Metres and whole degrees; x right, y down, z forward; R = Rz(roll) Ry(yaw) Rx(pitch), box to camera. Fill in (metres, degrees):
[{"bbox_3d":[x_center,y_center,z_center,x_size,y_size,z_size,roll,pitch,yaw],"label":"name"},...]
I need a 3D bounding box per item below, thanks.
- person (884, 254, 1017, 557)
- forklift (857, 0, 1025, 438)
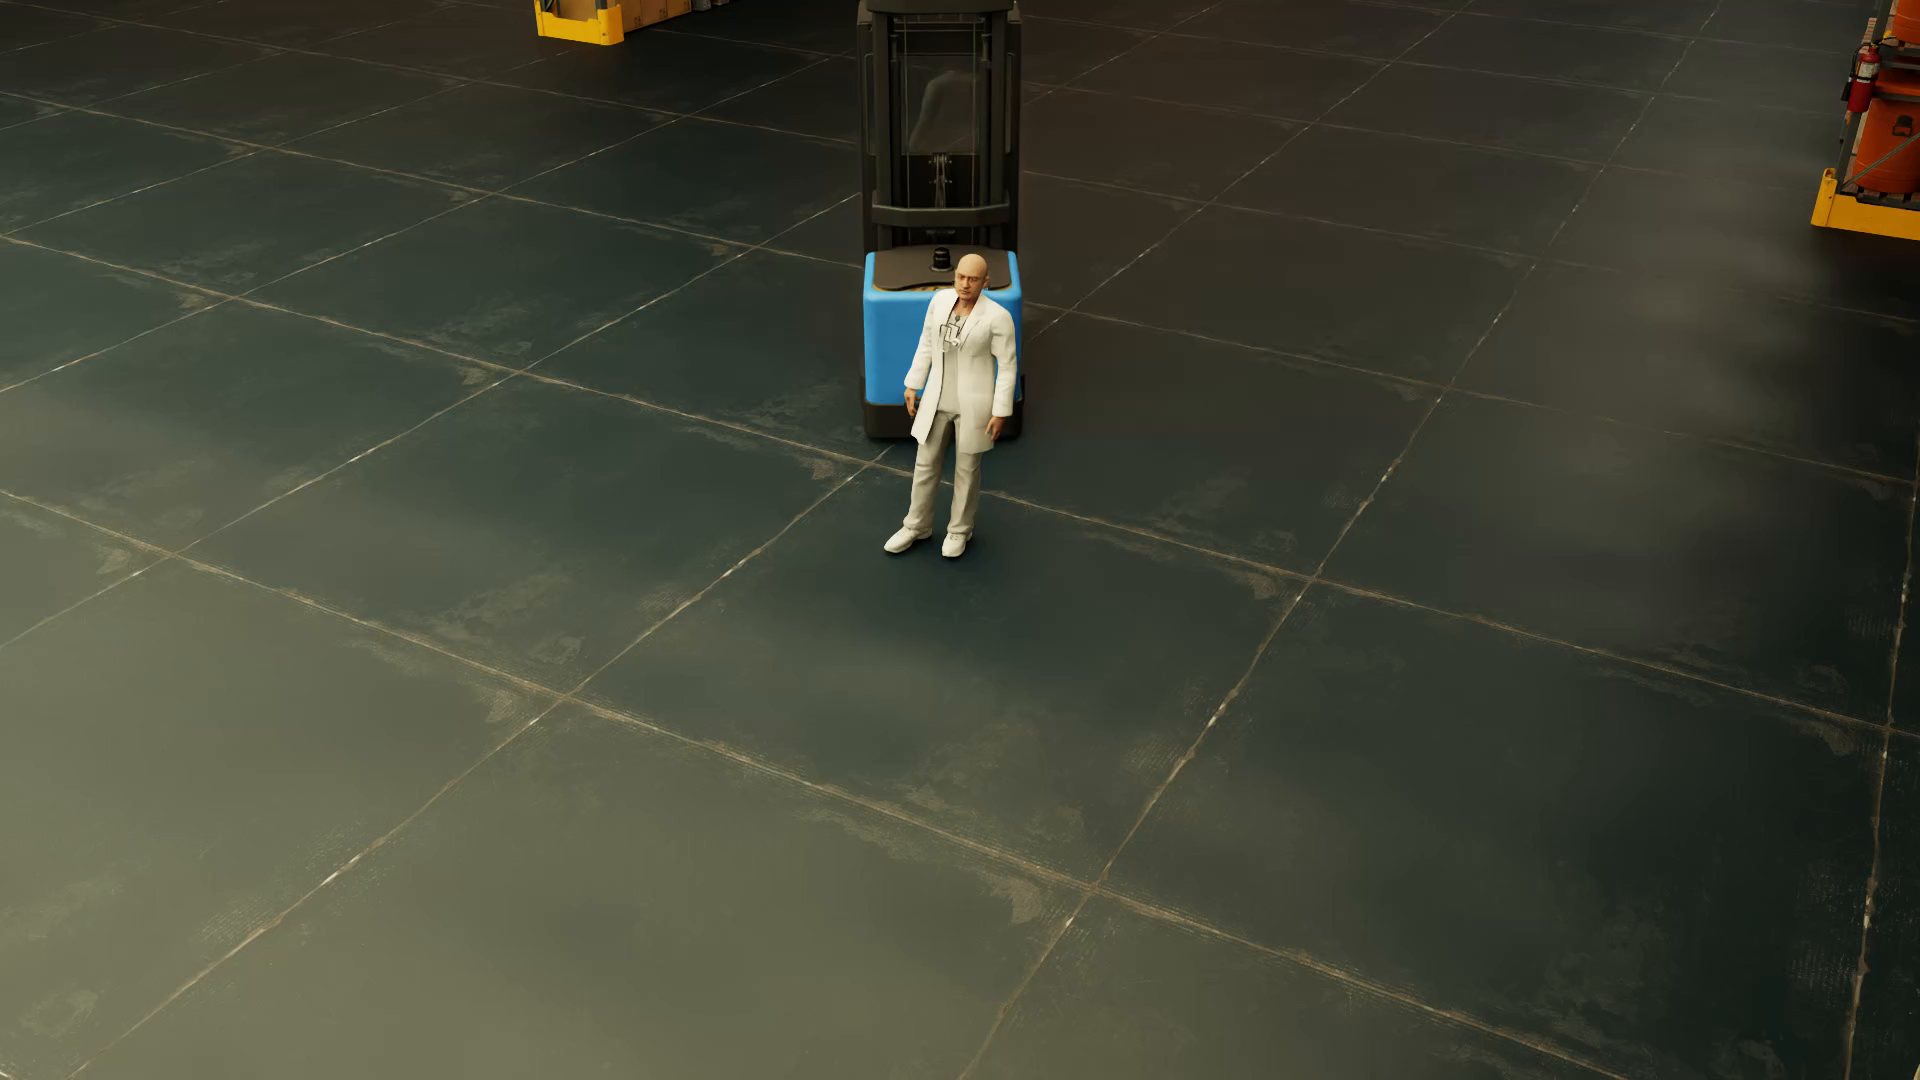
[{"bbox_3d":[-0.048,-0.737,9.487,0.698,1.778,0.578,15,33,25],"label":"person"},{"bbox_3d":[-0.143,-2.648,11.659,1.130,2.935,3.031,-1,30,-1],"label":"forklift"}]
